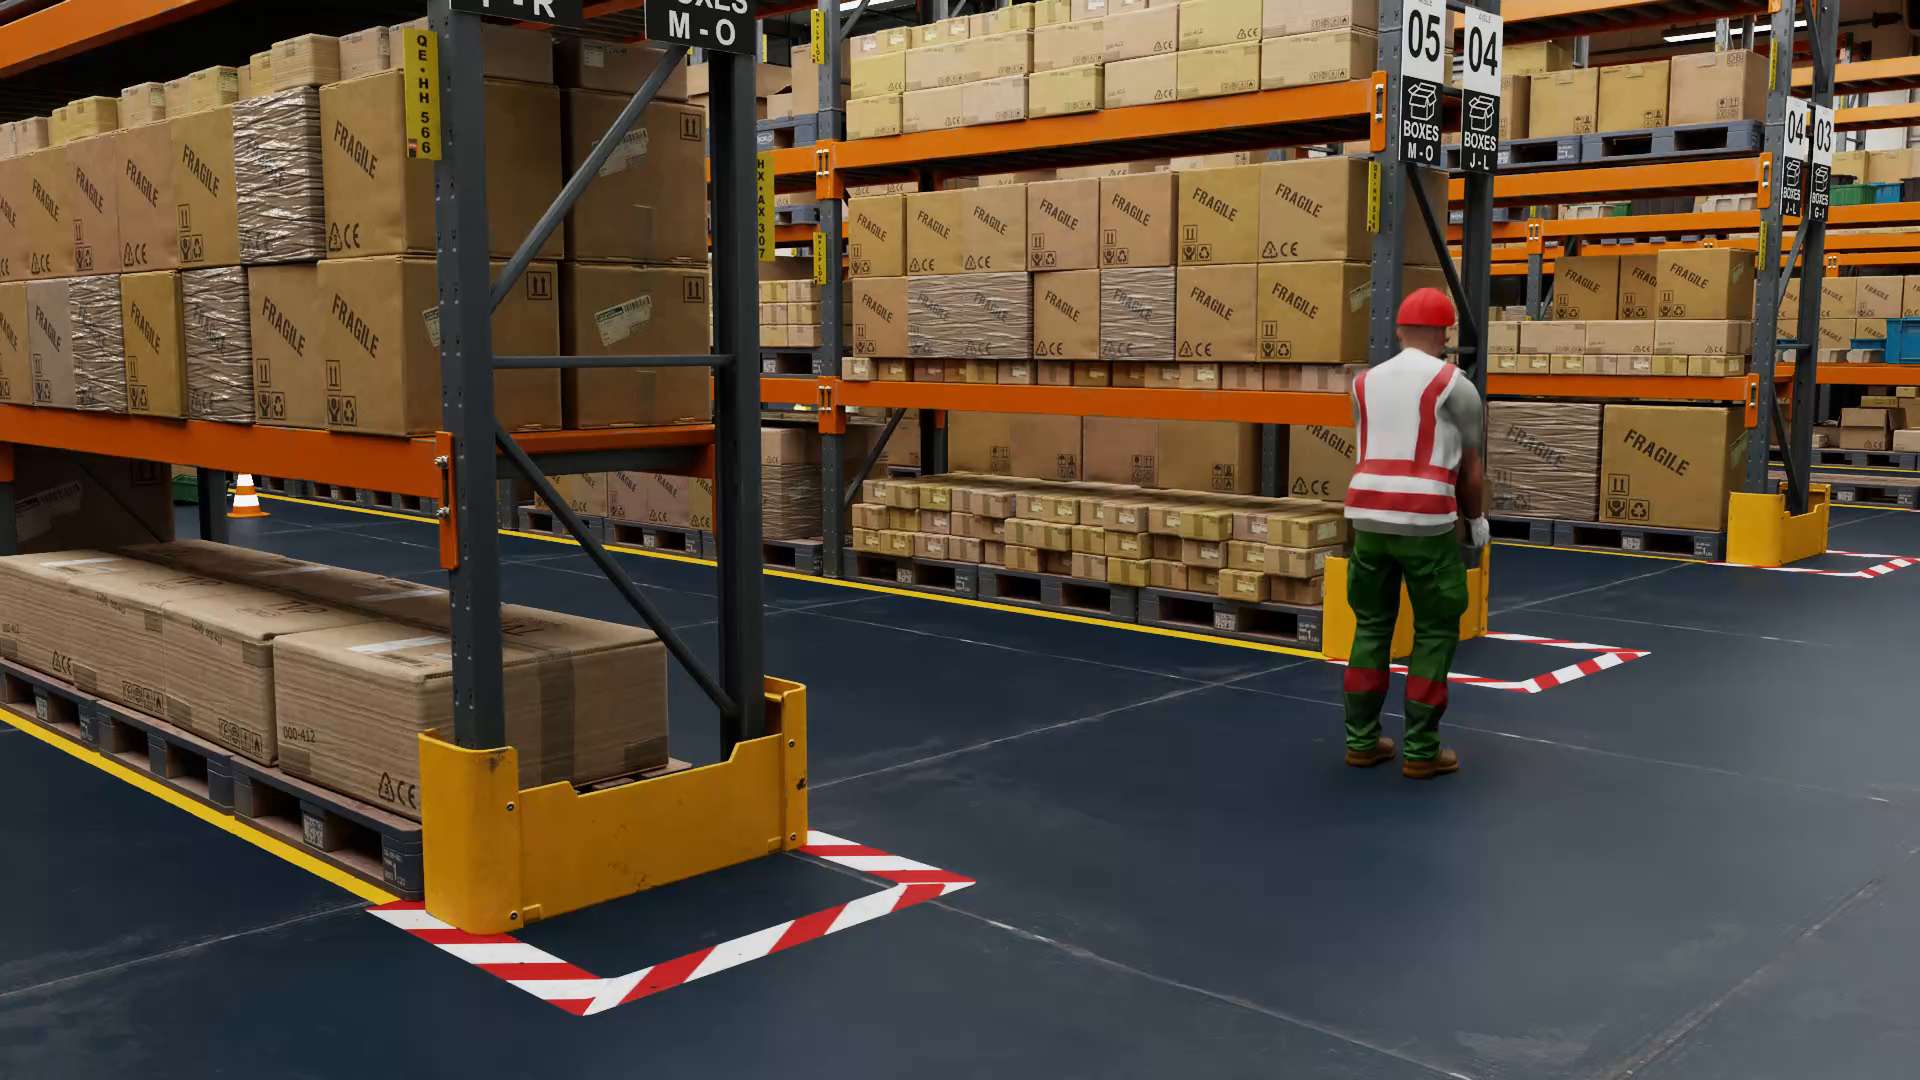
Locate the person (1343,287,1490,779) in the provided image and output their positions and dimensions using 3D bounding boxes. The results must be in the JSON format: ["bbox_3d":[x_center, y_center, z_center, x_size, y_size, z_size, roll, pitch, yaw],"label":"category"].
[{"bbox_3d":[1.672,-0.043,6.121,0.491,1.760,0.583,6,9,42],"label":"person"}]
